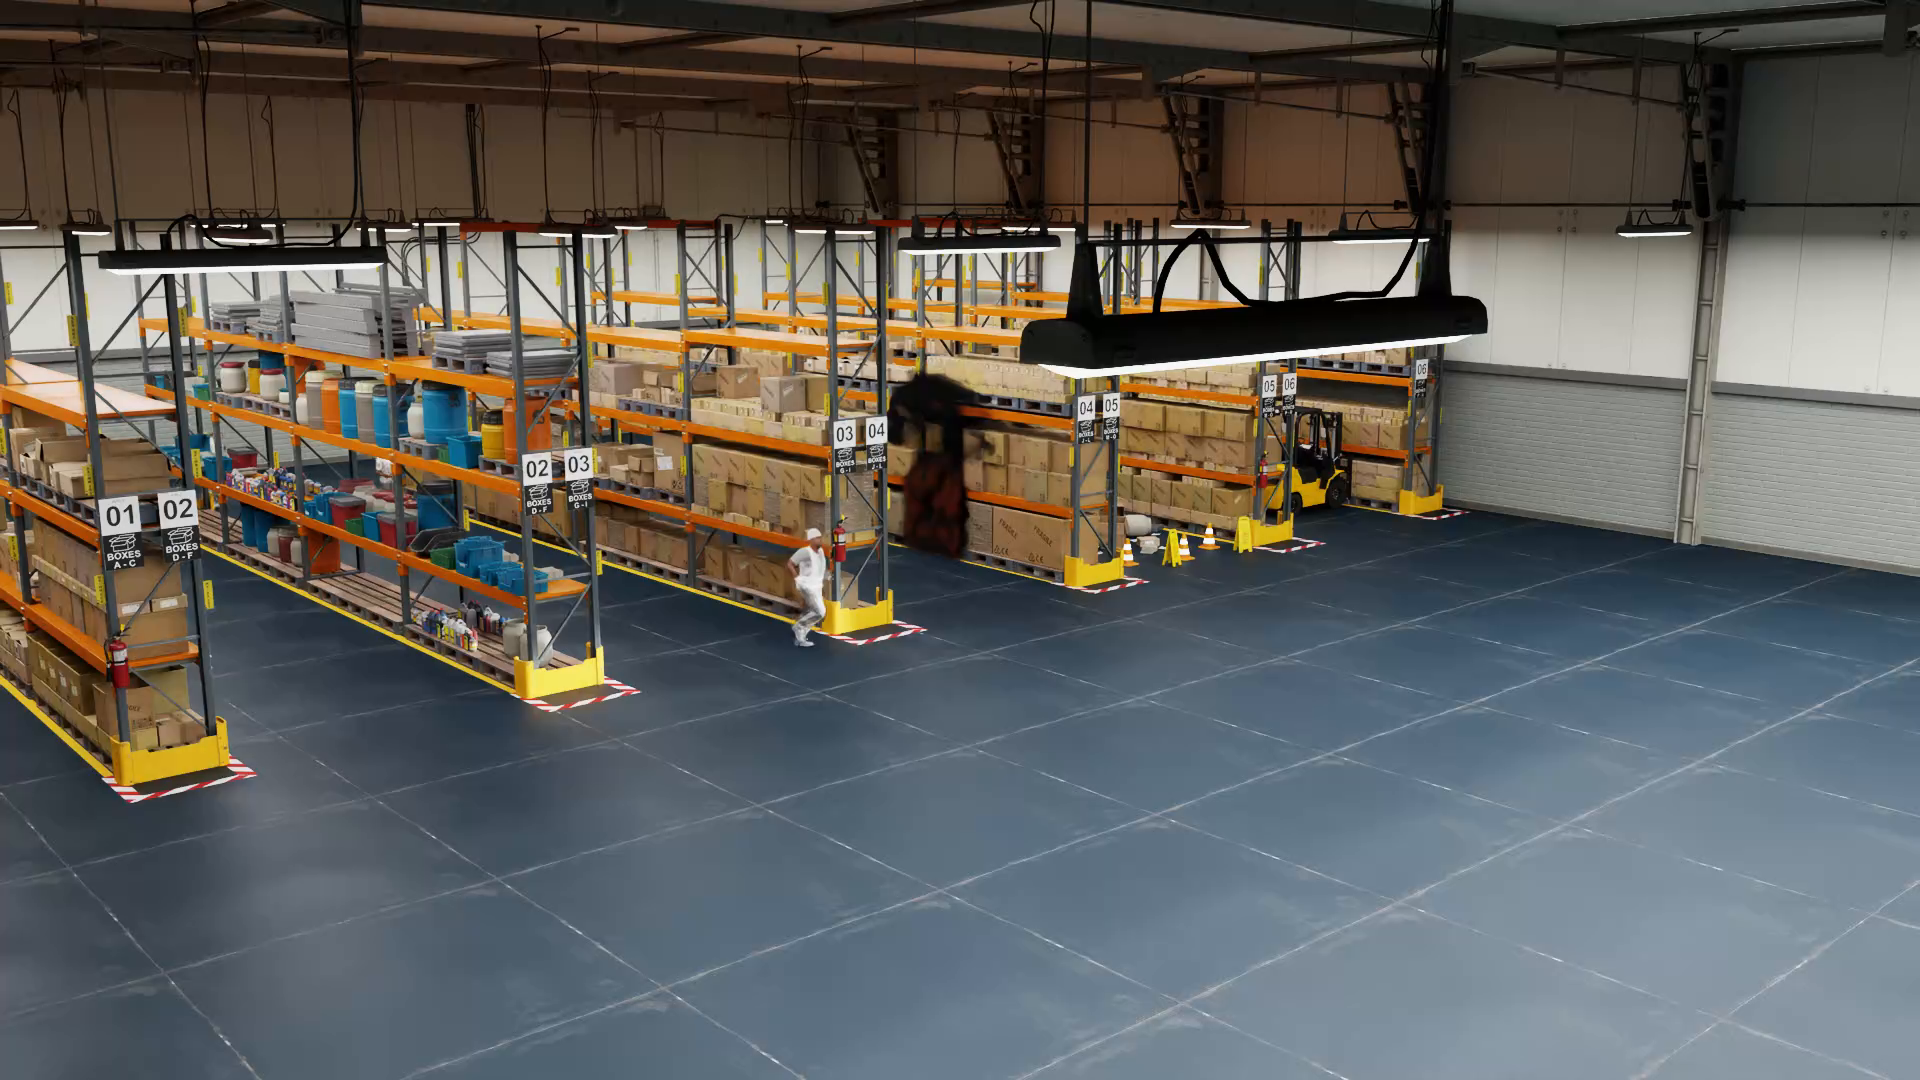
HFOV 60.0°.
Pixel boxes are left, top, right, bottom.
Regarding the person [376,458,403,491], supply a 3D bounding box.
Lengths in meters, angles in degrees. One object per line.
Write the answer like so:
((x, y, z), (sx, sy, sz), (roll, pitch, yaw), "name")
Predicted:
((-11.410, -1.156, 33.393), (0.561, 1.661, 0.562), (-9, 15, -39), "person")

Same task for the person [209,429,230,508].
((-15.636, -1.475, 34.902), (0.753, 1.782, 0.717), (-3, 12, -13), "person")

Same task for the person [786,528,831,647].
((-2.124, 0.687, 24.079), (0.556, 1.721, 0.668), (4, 12, 20), "person")
